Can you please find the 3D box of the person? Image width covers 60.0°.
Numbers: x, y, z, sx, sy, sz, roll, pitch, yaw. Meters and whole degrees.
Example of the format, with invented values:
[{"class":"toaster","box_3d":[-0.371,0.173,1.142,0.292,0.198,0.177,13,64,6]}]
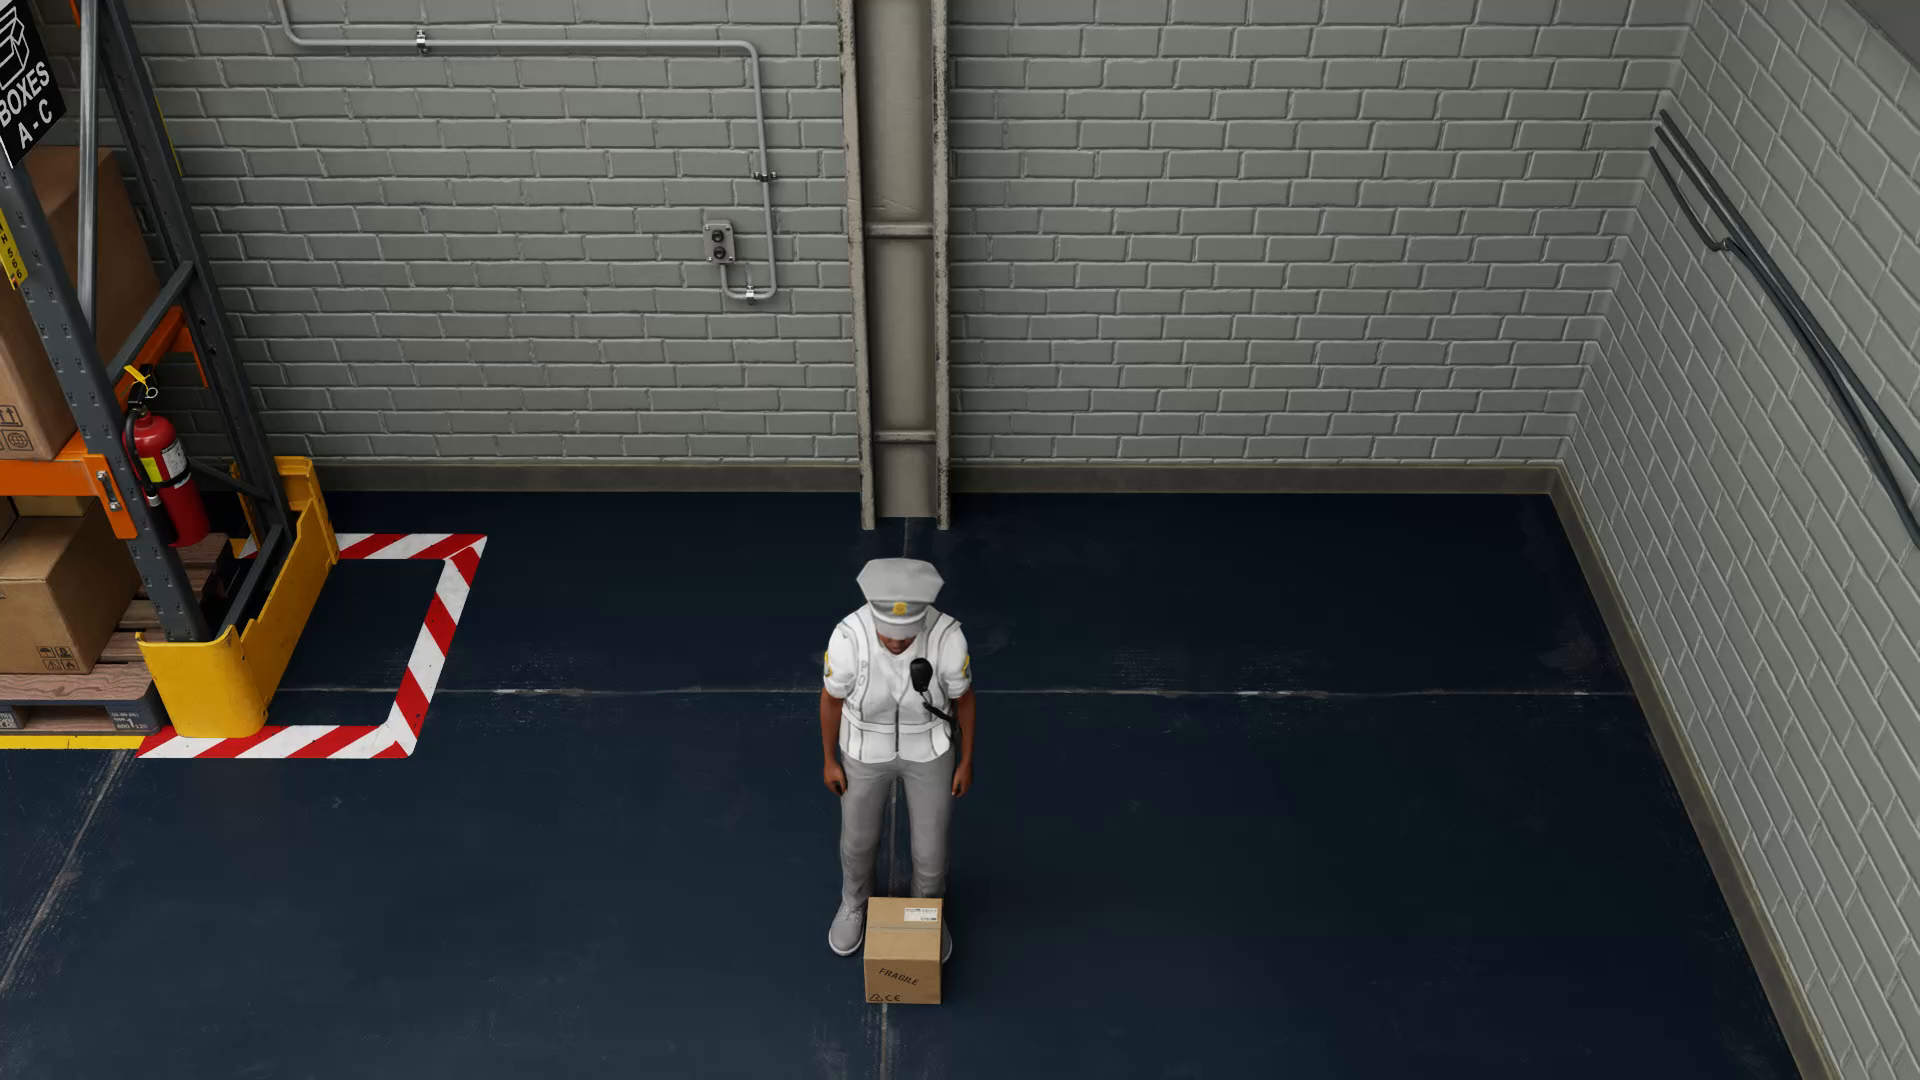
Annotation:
[{"class":"person","box_3d":[-0.202,0.699,5.317,0.508,1.659,0.415,0,40,0]}]
